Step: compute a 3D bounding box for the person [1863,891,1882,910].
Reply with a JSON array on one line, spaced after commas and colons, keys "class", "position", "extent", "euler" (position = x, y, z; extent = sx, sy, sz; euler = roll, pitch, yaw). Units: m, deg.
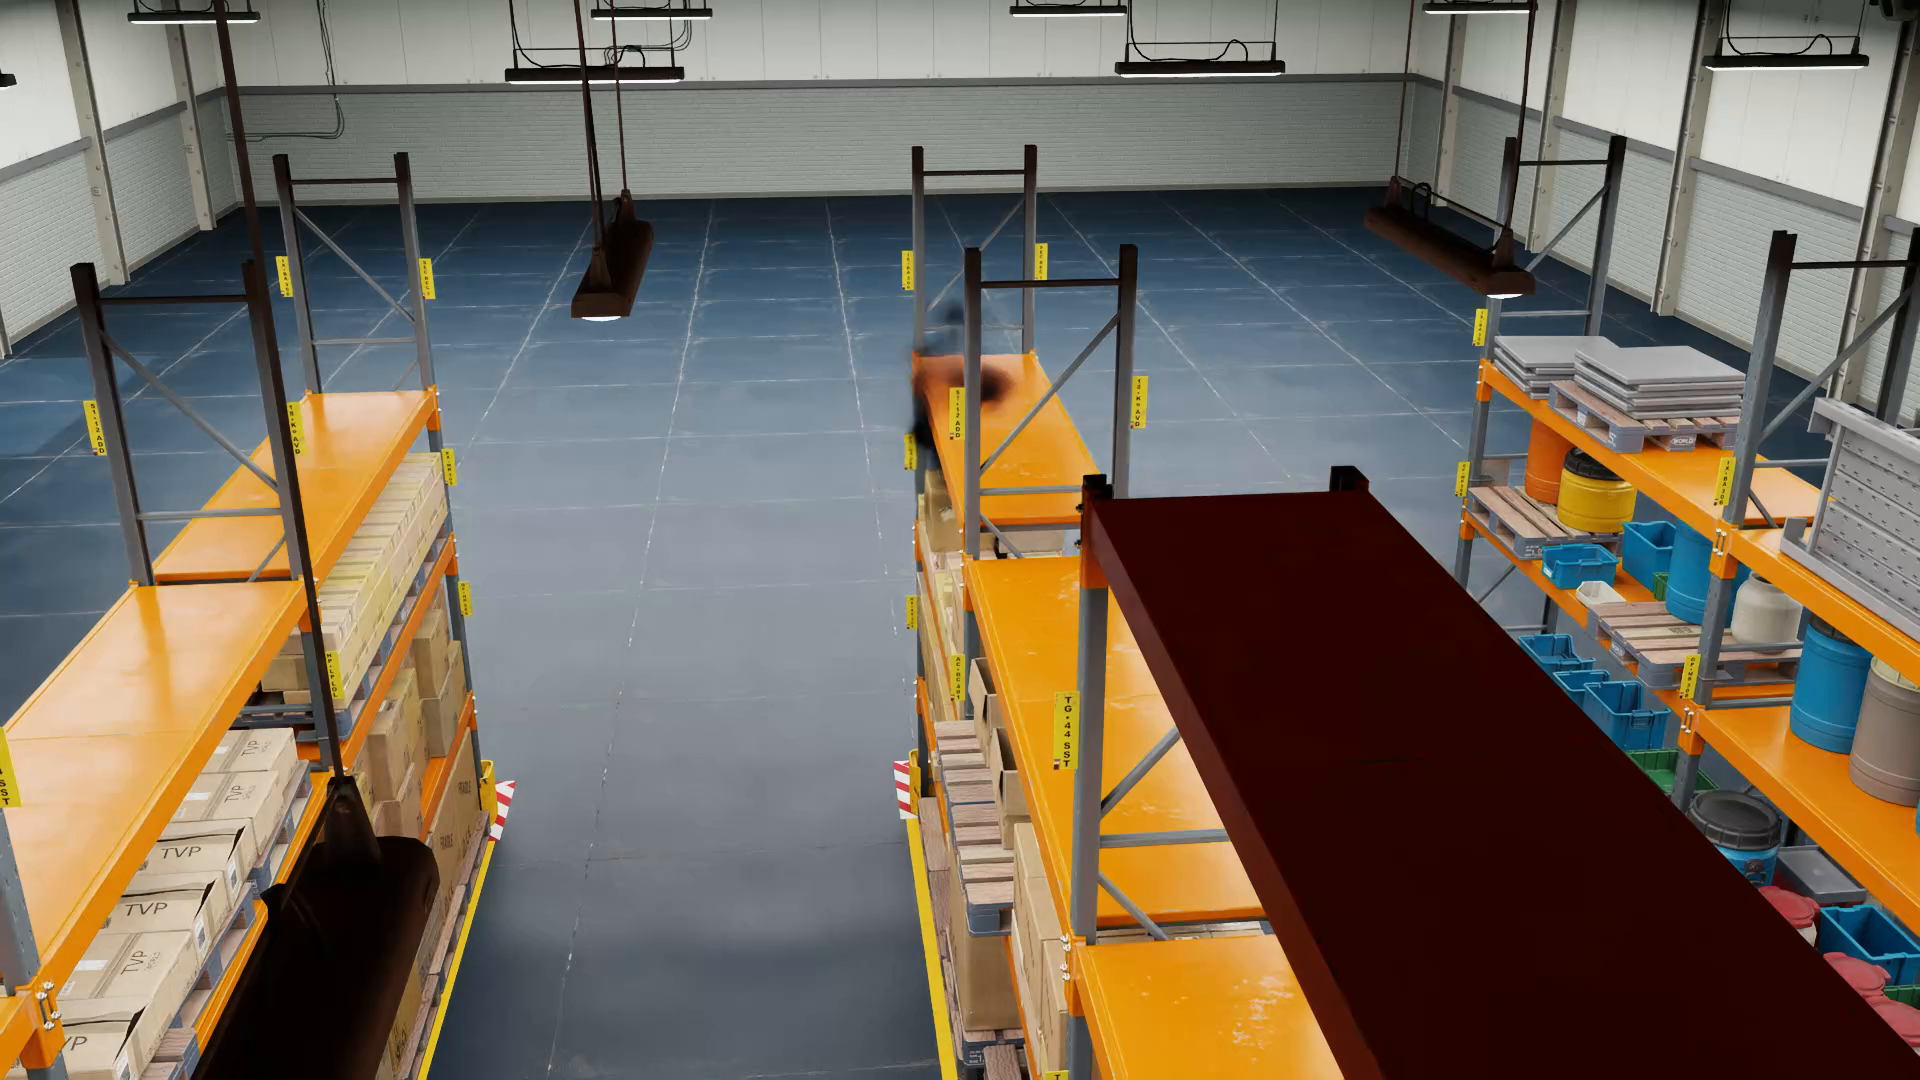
[{"class": "person", "position": [6.730, 2.705, 12.546], "extent": [0.670, 1.684, 0.597], "euler": [-4, 22, -10]}]
